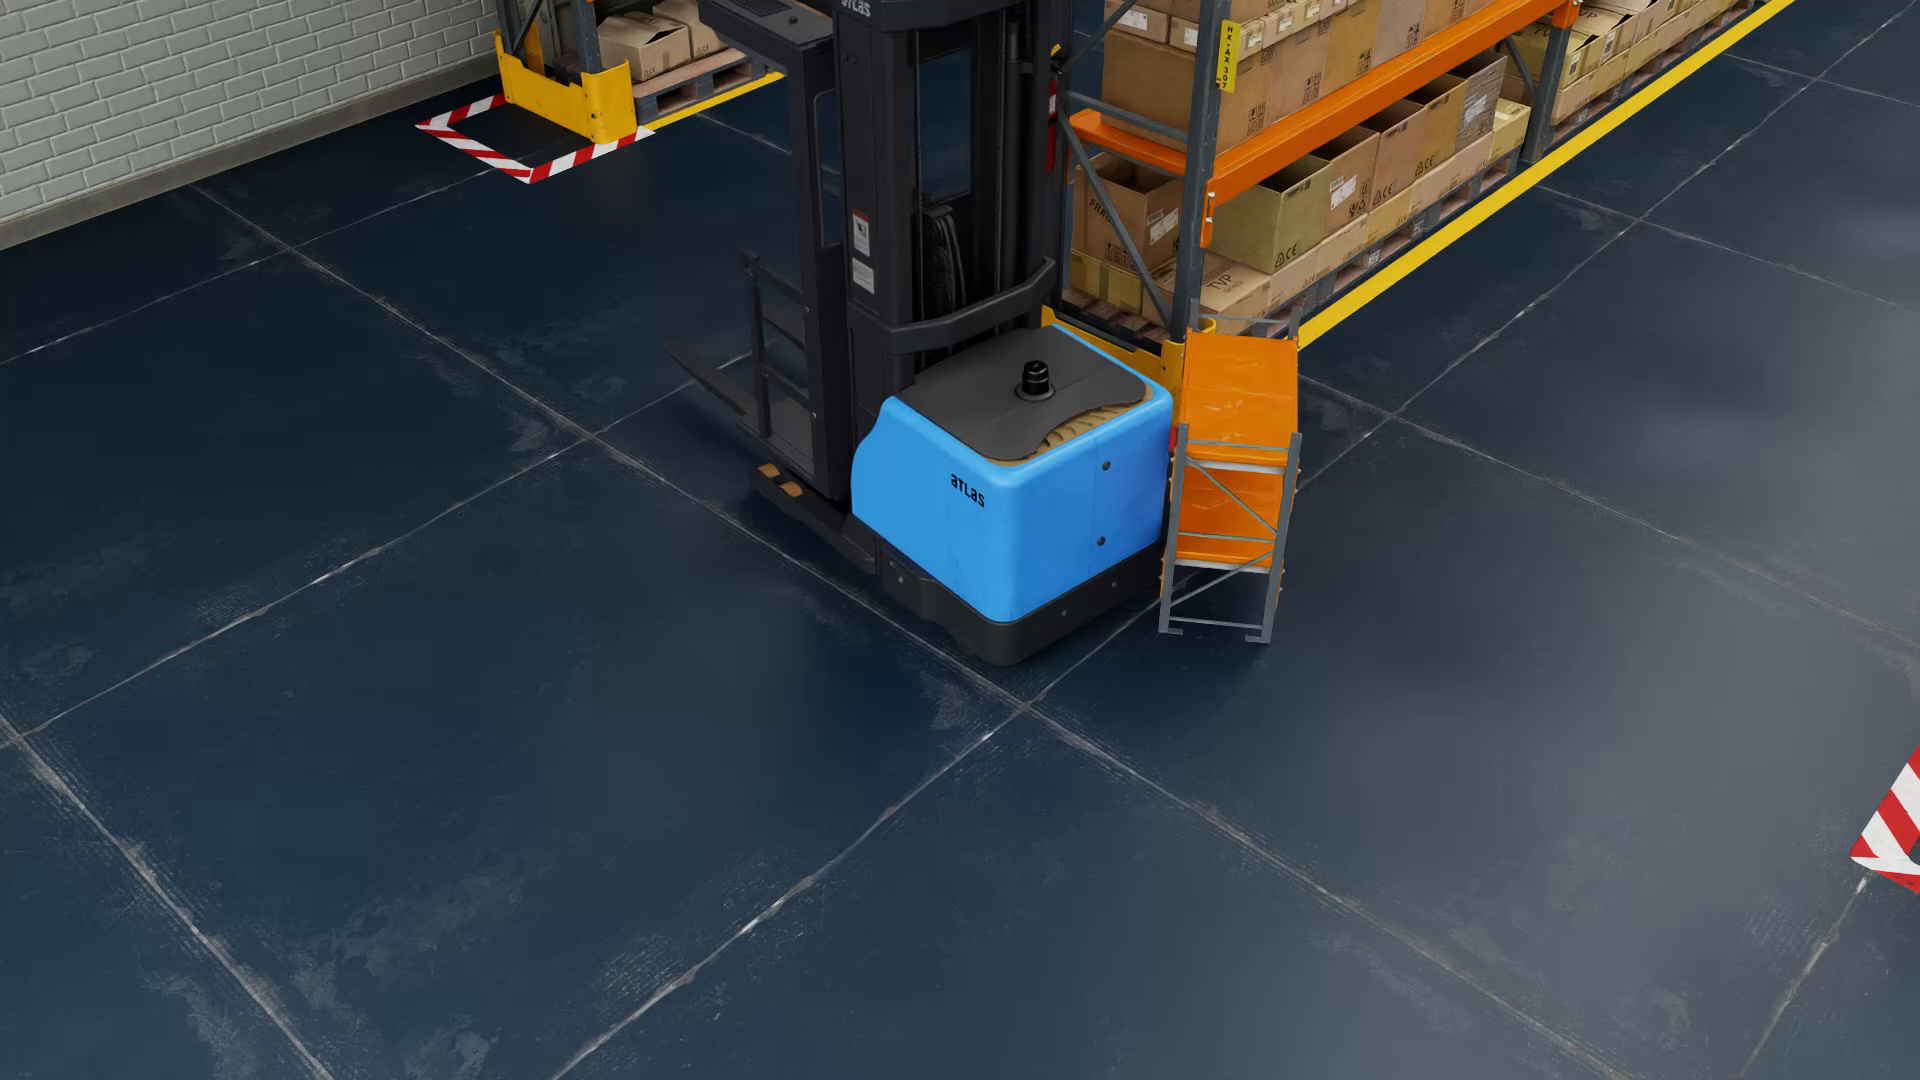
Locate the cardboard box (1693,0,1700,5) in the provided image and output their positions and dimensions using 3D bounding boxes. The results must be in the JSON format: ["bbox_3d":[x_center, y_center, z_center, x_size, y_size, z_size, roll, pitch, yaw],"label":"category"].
[{"bbox_3d":[5.367,-4.262,12.404,0.500,0.311,0.500,29,47,32],"label":"cardboard box"}]

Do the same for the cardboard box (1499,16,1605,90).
[{"bbox_3d":[3.991,-3.325,11.227,0.500,0.311,0.500,30,47,32],"label":"cardboard box"}]

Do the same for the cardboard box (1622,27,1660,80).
[{"bbox_3d":[4.677,-3.575,11.992,0.500,0.250,0.500,28,46,31],"label":"cardboard box"}]

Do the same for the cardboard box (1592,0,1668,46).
[{"bbox_3d":[4.681,-3.792,11.813,0.500,0.311,0.500,28,46,31],"label":"cardboard box"}]

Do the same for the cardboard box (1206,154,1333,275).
[{"bbox_3d":[1.692,-1.860,9.232,0.500,0.500,0.500,30,47,32],"label":"cardboard box"}]

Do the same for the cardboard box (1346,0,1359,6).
[{"bbox_3d":[1.949,-2.953,8.735,0.380,0.149,0.250,28,46,31],"label":"cardboard box"}]

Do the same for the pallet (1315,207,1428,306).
[{"bbox_3d":[2.138,-1.930,10.291,1.003,0.211,1.213,30,47,32],"label":"pallet"}]

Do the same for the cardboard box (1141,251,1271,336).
[{"bbox_3d":[1.356,-1.336,9.175,0.500,0.250,0.500,30,47,32],"label":"cardboard box"}]

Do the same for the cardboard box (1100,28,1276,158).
[{"bbox_3d":[1.155,-2.343,8.490,0.700,0.500,0.500,30,47,32],"label":"cardboard box"}]

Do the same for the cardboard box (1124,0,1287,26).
[{"bbox_3d":[1.190,-2.875,8.117,0.700,0.500,0.500,30,47,32],"label":"cardboard box"}]

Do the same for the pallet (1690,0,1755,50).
[{"bbox_3d":[5.643,-4.317,13.293,1.003,0.211,1.213,30,47,32],"label":"pallet"}]

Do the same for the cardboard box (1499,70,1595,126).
[{"bbox_3d":[3.984,-3.102,11.396,0.500,0.250,0.500,28,47,31],"label":"cardboard box"}]

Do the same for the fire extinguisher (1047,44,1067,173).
[{"bbox_3d":[0.408,-2.205,8.459,0.296,0.674,0.183,30,47,32],"label":"fire extinguisher"}]

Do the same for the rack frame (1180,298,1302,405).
[{"bbox_3d":[1.303,-0.634,7.928,0.500,1.125,0.032,6,39,7],"label":"rack frame"}]

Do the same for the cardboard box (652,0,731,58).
[{"bbox_3d":[-1.911,-3.835,12.253,0.500,0.311,0.500,-30,47,-32],"label":"cardboard box"}]

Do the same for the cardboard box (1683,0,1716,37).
[{"bbox_3d":[5.366,-4.046,12.584,0.500,0.250,0.500,31,48,33],"label":"cardboard box"}]

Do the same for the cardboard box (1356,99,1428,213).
[{"bbox_3d":[2.370,-2.318,9.807,0.500,0.500,0.500,30,47,32],"label":"cardboard box"}]

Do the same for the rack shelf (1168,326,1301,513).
[{"bbox_3d":[1.224,-0.551,7.352,0.538,0.278,1.000,6,39,7],"label":"rack shelf"}]

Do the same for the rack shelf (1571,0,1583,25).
[{"bbox_3d":[4.878,-4.570,11.948,1.077,0.370,4.000,30,47,32],"label":"rack shelf"}]

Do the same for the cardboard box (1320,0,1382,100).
[{"bbox_3d":[1.845,-2.812,9.080,0.700,0.500,0.500,30,47,32],"label":"cardboard box"}]

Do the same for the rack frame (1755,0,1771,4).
[{"bbox_3d":[6.227,-5.770,12.880,1.000,3.000,0.127,30,47,32],"label":"rack frame"}]

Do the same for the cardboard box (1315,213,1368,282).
[{"bbox_3d":[2.028,-1.797,9.755,0.500,0.250,0.500,30,47,32],"label":"cardboard box"}]

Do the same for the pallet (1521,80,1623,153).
[{"bbox_3d":[3.997,-3.196,11.883,1.003,0.211,1.213,30,47,32],"label":"pallet"}]

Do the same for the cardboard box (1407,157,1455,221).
[{"bbox_3d":[2.706,-2.254,10.330,0.500,0.250,0.500,30,47,32],"label":"cardboard box"}]

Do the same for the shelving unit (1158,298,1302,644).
[{"bbox_3d":[1.224,-0.322,7.535,0.538,1.125,1.048,6,39,7],"label":"shelving unit"}]

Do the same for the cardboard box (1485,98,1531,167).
[{"bbox_3d":[3.377,-2.716,10.911,0.500,0.250,0.500,30,47,32],"label":"cardboard box"}]

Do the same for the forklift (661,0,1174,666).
[{"bbox_3d":[-0.395,-1.448,7.500,1.130,2.935,3.031,-27,46,-30],"label":"forklift"}]

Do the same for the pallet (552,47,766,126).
[{"bbox_3d":[-2.203,-3.475,12.234,1.003,0.211,1.213,30,47,32],"label":"pallet"}]

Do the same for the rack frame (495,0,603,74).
[{"bbox_3d":[-2.829,-4.173,10.872,1.000,3.000,0.127,30,47,32],"label":"rack frame"}]

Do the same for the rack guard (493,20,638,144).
[{"bbox_3d":[-2.778,-3.230,11.694,1.175,0.500,0.348,30,47,32],"label":"rack guard"}]

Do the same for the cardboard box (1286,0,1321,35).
[{"bbox_3d":[1.599,-2.714,8.435,0.380,0.149,0.250,30,47,32],"label":"cardboard box"}]

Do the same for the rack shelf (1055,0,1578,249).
[{"bbox_3d":[2.180,-2.732,9.637,1.077,0.370,4.000,30,47,32],"label":"rack shelf"}]

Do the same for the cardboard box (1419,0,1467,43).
[{"bbox_3d":[2.542,-3.291,9.682,0.700,0.500,0.500,30,48,32],"label":"cardboard box"}]

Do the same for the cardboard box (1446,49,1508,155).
[{"bbox_3d":[3.031,-2.785,10.395,0.500,0.500,0.500,30,47,32],"label":"cardboard box"}]

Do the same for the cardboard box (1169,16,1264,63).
[{"bbox_3d":[1.254,-2.478,8.138,0.380,0.149,0.250,29,47,32],"label":"cardboard box"}]
